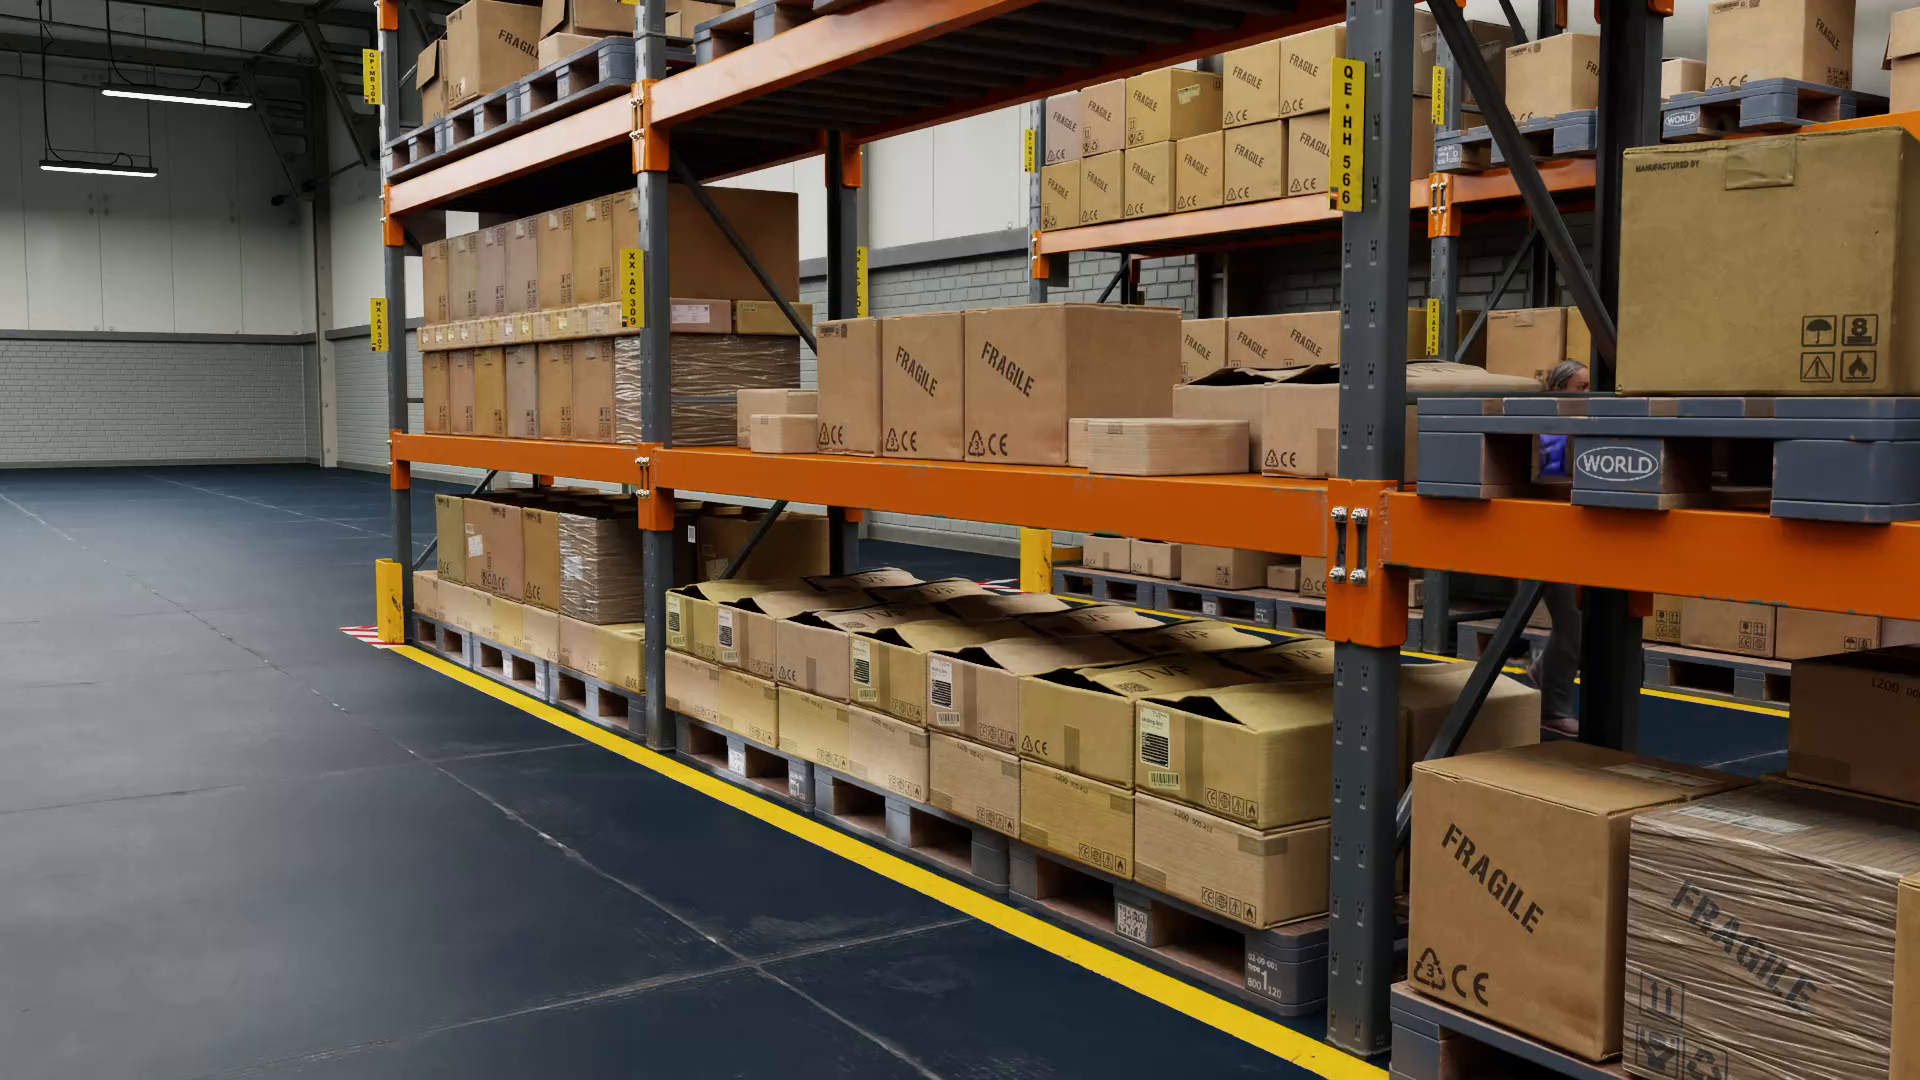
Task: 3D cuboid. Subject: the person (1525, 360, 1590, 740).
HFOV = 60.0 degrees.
[{"bbox_3d":[2.680,0.036,7.351,0.472,1.652,0.426,-4,6,-42],"label":"person"}]
